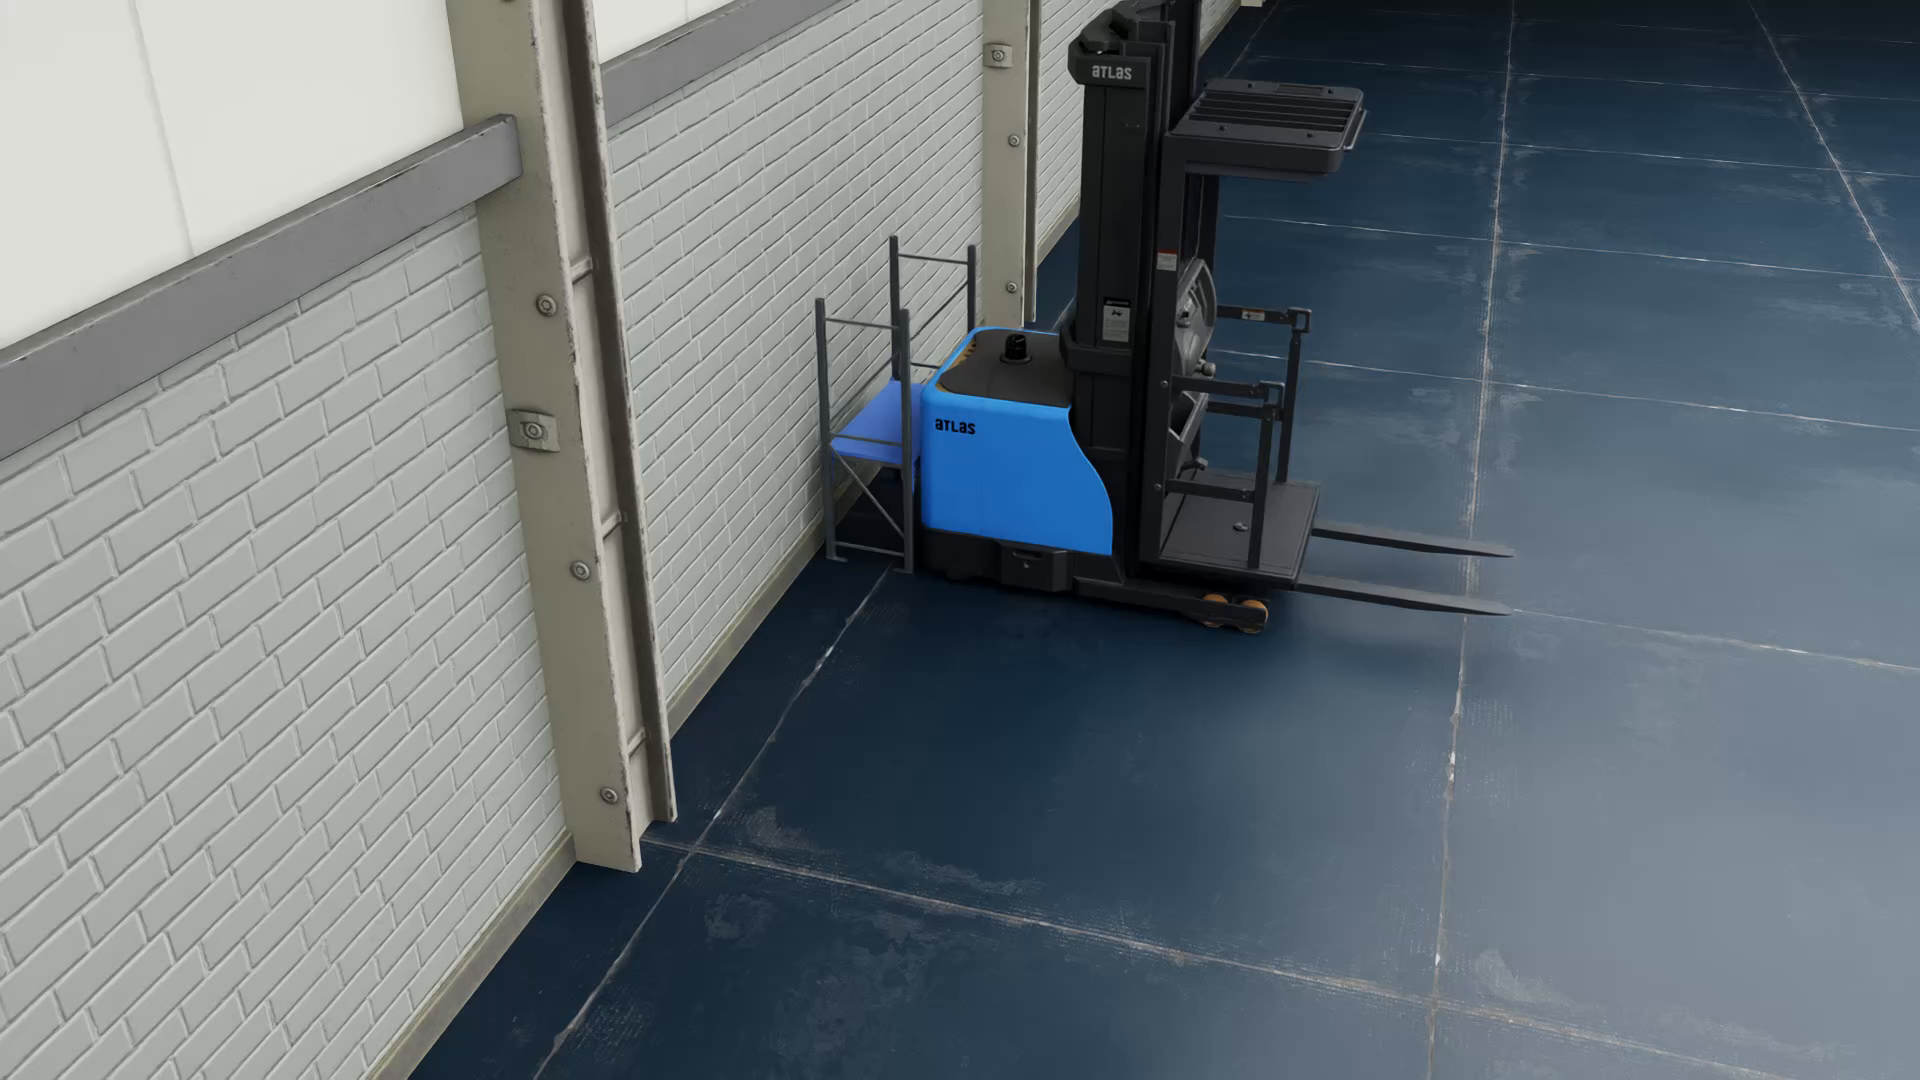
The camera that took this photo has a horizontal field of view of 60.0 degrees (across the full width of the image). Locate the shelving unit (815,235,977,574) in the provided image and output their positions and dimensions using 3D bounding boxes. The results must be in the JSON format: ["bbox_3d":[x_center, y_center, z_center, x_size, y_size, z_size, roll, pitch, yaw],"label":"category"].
[{"bbox_3d":[-0.319,-0.751,9.057,0.538,1.500,1.048,10,31,17],"label":"shelving unit"}]

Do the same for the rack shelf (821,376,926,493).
[{"bbox_3d":[-0.319,-0.594,9.144,0.538,0.185,1.000,10,31,17],"label":"rack shelf"}]

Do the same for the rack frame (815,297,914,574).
[{"bbox_3d":[-0.488,-0.518,8.638,0.500,1.500,0.032,10,31,17],"label":"rack frame"}]

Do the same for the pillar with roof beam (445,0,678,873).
[{"bbox_3d":[2.701,-2.070,3.714,9.100,9.000,0.400,8,30,15],"label":"pillar with roof beam"}]

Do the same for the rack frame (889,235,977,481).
[{"bbox_3d":[-0.150,-0.984,9.476,0.500,1.500,0.032,10,31,17],"label":"rack frame"}]

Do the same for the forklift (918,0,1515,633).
[{"bbox_3d":[1.355,-1.099,8.210,3.031,2.935,1.130,9,30,15],"label":"forklift"}]

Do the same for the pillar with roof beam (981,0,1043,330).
[{"bbox_3d":[4.463,-4.858,8.726,9.100,9.000,0.400,8,30,15],"label":"pillar with roof beam"}]

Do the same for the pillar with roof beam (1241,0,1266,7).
[{"bbox_3d":[7.985,-10.435,18.751,9.100,9.000,0.400,8,30,15],"label":"pillar with roof beam"}]
